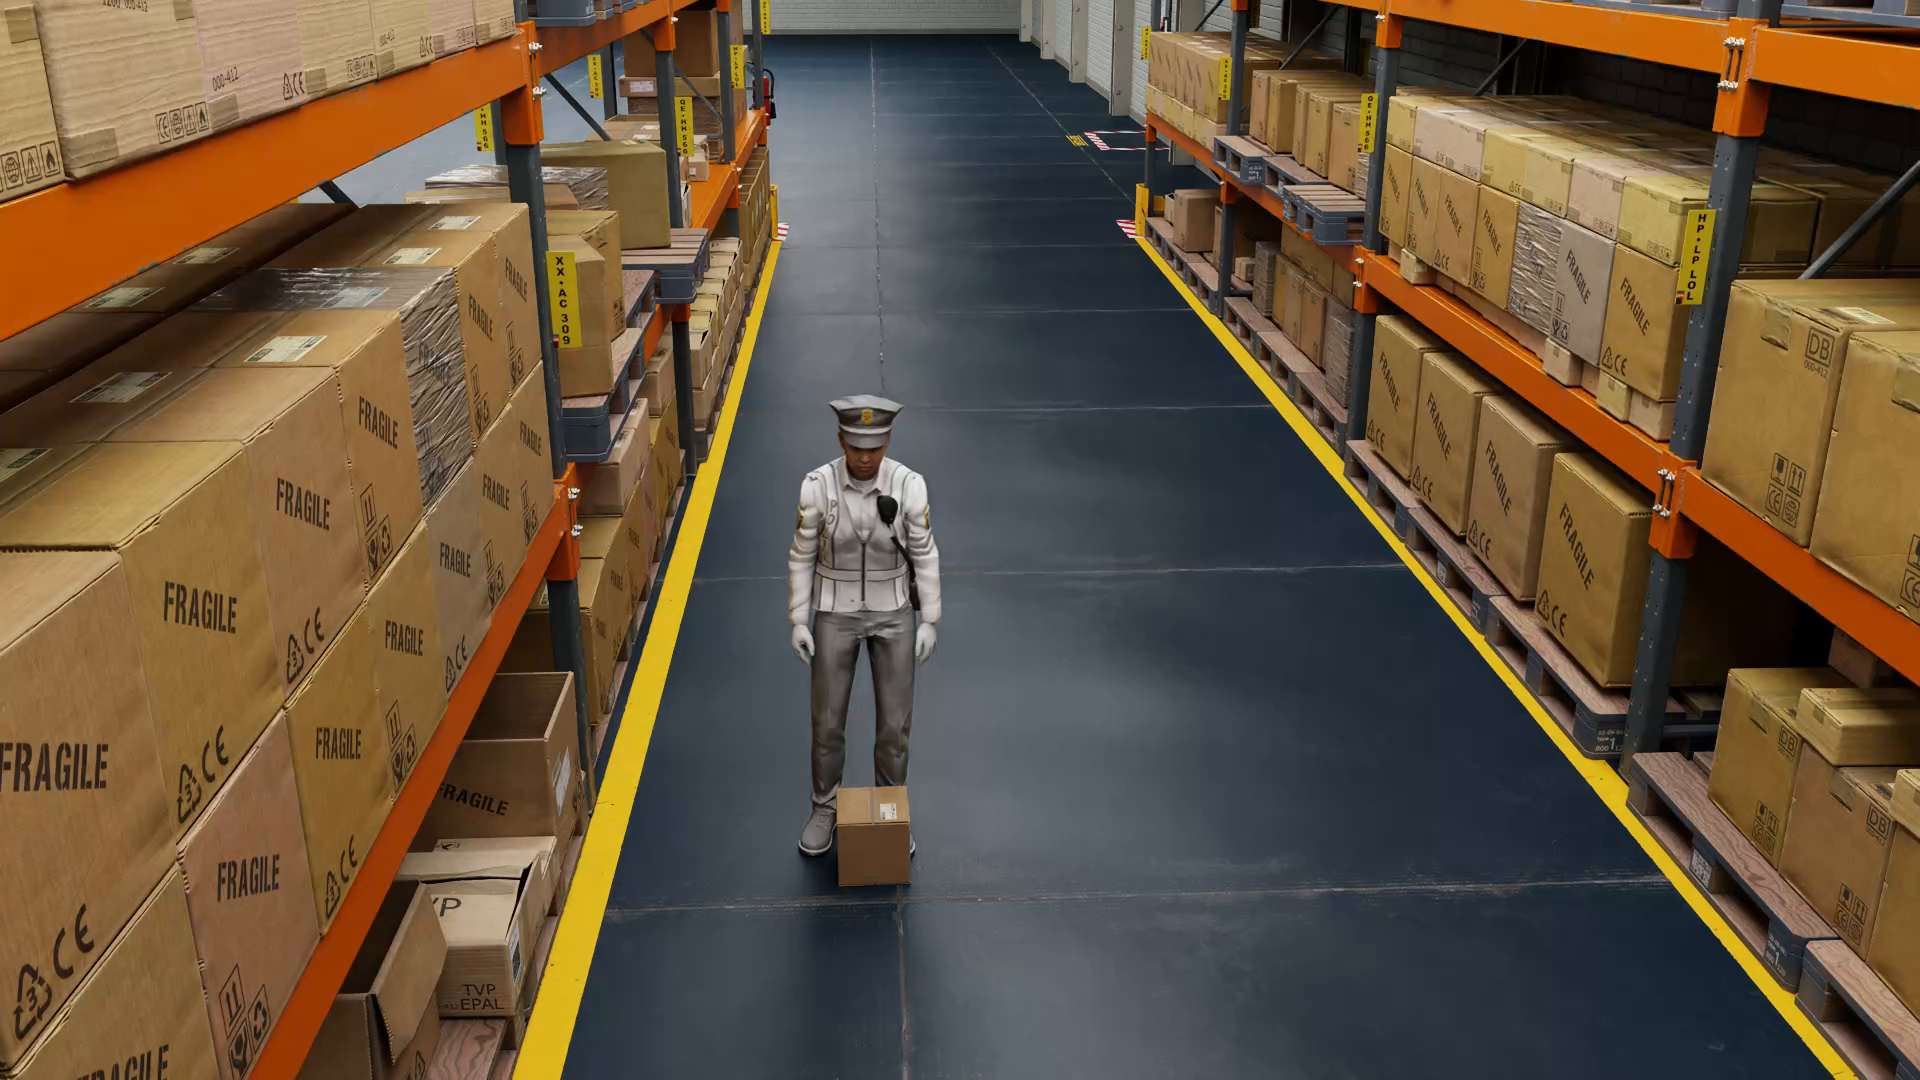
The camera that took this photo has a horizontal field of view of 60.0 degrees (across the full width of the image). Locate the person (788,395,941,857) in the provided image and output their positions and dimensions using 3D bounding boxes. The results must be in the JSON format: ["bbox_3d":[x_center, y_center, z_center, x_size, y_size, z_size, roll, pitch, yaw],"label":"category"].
[{"bbox_3d":[-0.330,0.296,5.781,0.530,1.663,0.403,-1,21,-3],"label":"person"}]
